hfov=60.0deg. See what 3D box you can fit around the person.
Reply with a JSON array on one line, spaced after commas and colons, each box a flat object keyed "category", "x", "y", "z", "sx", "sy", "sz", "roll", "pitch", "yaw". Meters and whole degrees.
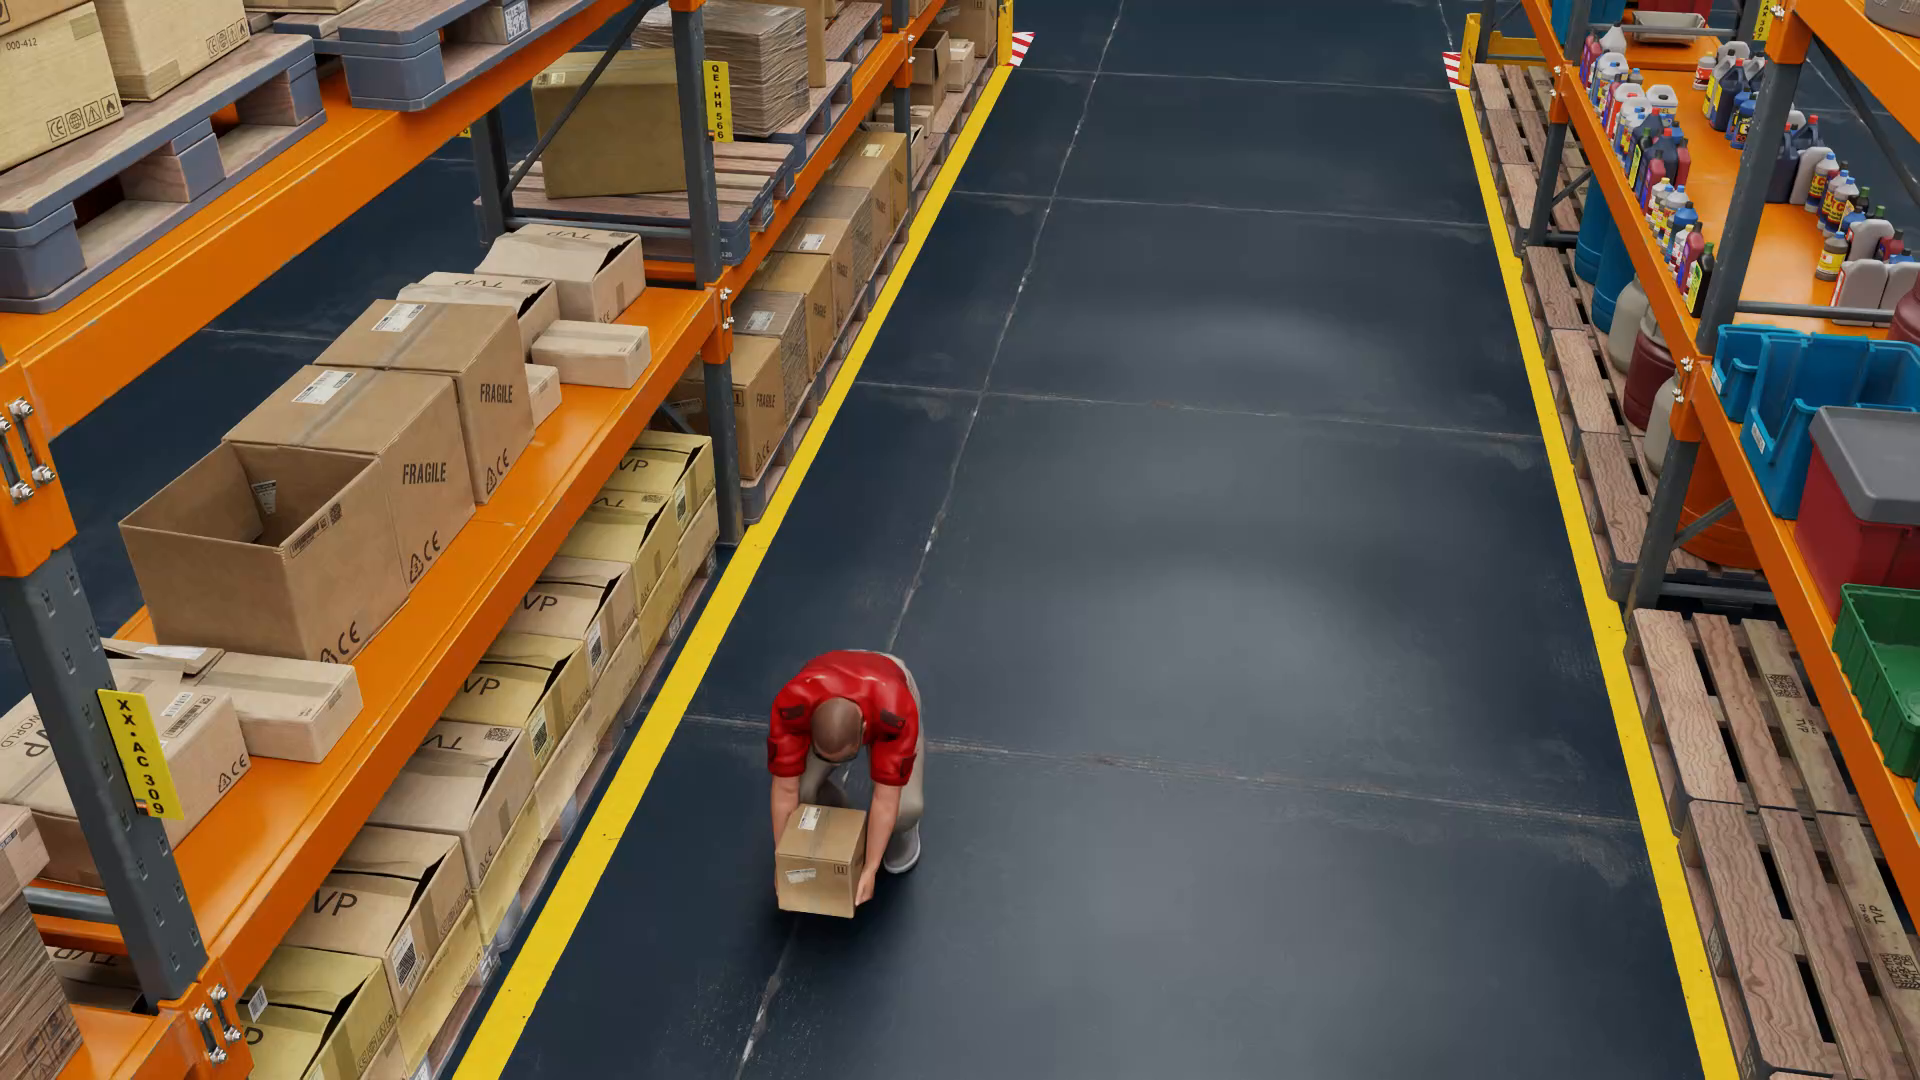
[{"category": "person", "x": -0.371, "y": 0.746, "z": 5.679, "sx": 0.522, "sy": 0.982, "sz": 0.877, "roll": 5, "pitch": 33, "yaw": 8}]
